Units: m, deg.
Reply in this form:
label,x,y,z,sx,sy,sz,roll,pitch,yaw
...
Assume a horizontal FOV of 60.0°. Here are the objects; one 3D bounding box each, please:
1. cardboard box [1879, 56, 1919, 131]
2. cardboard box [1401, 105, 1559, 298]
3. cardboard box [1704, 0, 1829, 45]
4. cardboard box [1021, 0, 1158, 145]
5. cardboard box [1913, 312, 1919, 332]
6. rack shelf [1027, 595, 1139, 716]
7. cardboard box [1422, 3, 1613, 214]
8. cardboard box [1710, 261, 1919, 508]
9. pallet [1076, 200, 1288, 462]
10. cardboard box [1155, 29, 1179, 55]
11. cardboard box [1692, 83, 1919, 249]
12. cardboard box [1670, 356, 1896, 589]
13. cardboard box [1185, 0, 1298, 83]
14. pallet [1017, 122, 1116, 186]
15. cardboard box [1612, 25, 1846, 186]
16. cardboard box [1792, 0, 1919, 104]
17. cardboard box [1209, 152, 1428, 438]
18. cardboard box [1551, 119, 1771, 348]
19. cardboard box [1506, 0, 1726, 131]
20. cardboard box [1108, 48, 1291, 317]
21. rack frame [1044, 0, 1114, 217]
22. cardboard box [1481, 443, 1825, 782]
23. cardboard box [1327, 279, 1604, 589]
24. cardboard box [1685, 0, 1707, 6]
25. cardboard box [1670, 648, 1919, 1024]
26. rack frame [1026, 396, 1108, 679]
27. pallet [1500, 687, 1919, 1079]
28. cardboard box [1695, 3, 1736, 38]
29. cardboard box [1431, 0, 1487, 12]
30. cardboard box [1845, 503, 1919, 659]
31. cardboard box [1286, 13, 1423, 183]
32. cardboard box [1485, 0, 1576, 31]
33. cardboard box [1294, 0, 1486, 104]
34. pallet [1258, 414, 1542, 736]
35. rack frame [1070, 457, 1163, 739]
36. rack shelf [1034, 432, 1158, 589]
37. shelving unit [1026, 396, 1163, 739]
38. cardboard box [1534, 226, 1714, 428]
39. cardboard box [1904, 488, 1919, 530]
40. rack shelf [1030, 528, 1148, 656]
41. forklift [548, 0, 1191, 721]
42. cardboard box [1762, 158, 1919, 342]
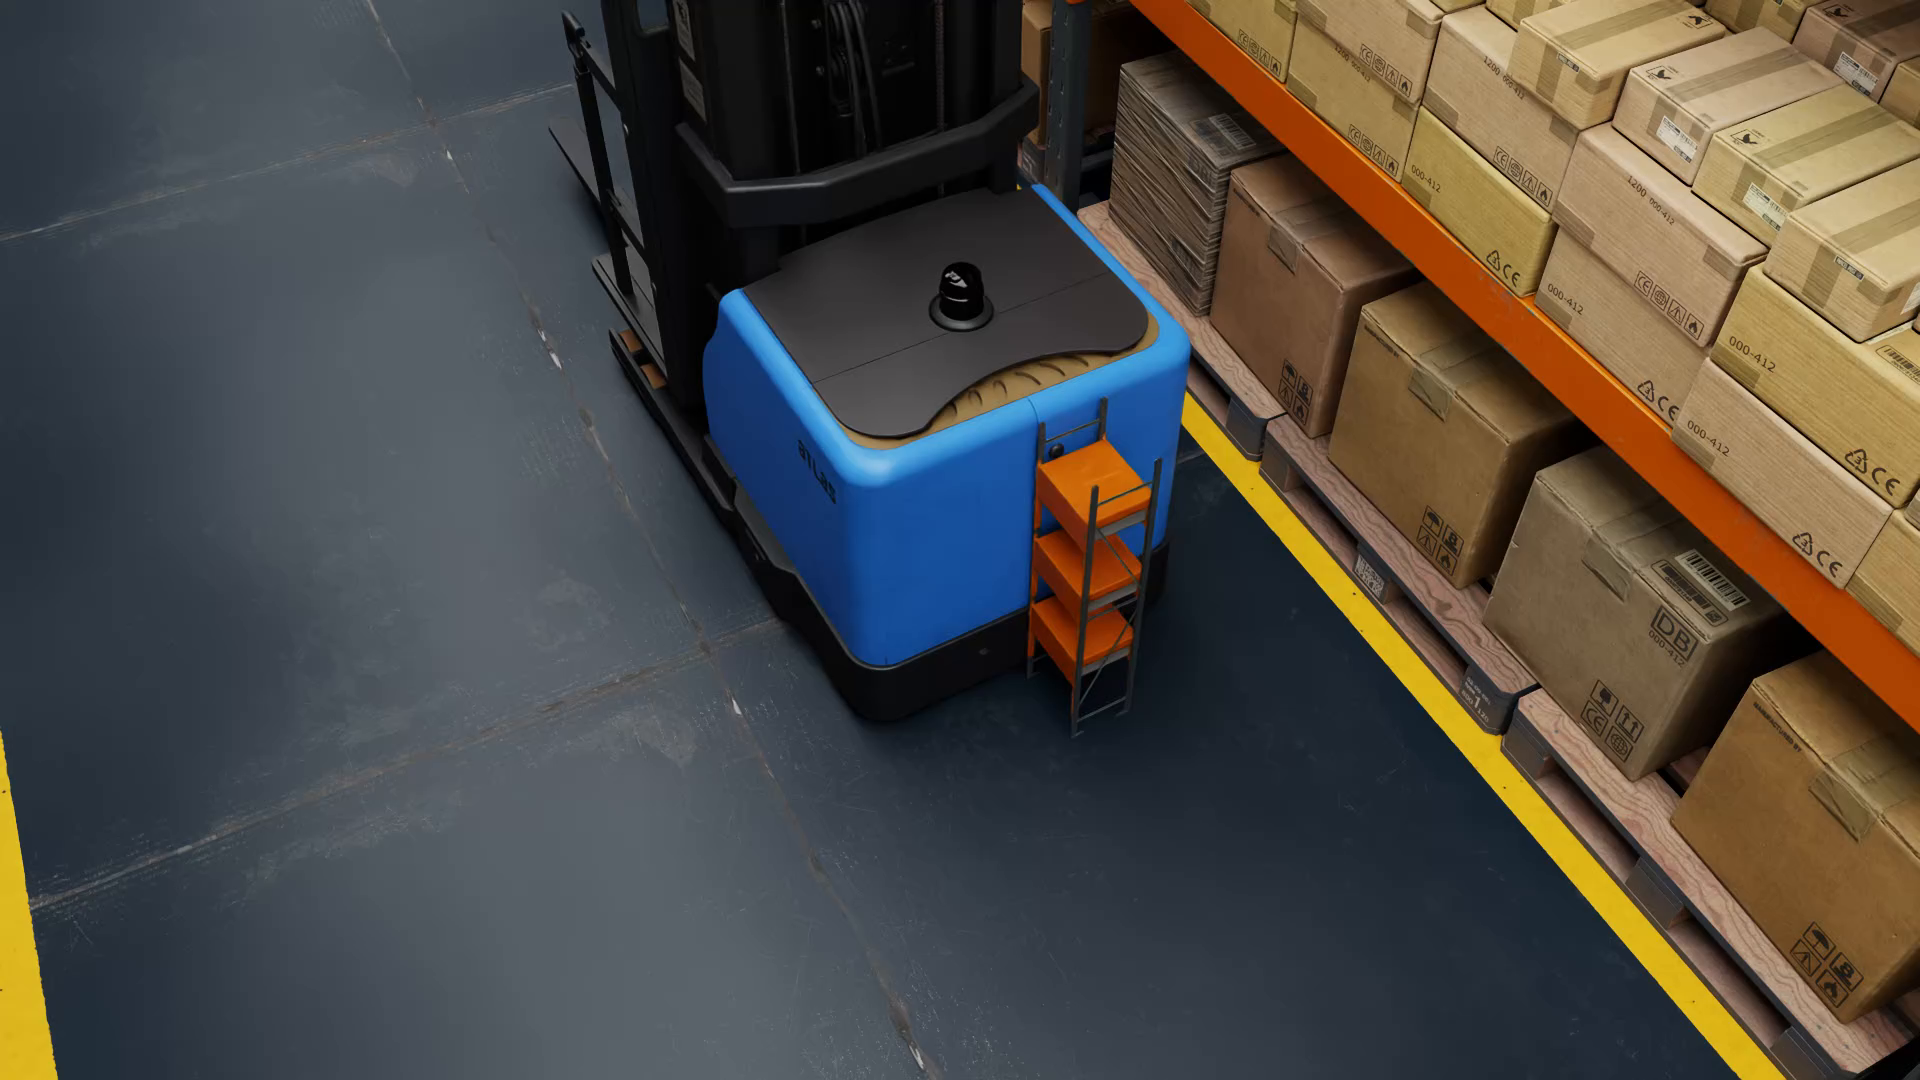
label,x,y,z,sx,sy,sz,roll,pitch,yaw
cardboard box,2.230,-0.955,3.595,0.380,0.149,0.250,-21,52,-18
cardboard box,1.475,-0.914,4.156,0.500,0.250,0.500,-20,52,-16
cardboard box,1.990,-1.287,3.886,0.380,0.149,0.250,-21,52,-17
cardboard box,0.401,-1.897,6.298,0.500,0.500,0.500,-20,52,-16
cardboard box,2.063,-0.442,3.147,0.380,0.149,0.250,-21,52,-18
rack shelf,0.343,0.294,4.679,0.215,0.259,0.240,-23,53,-19
cardboard box,1.479,-1.081,3.971,0.500,0.250,0.500,-20,52,-17
cardboard box,1.922,-0.393,3.368,0.500,0.250,0.500,-22,53,-18
pallet,1.128,-0.890,5.888,1.003,0.211,1.213,-21,52,-18
cardboard box,0.842,-2.066,6.446,0.500,0.500,0.500,-19,52,-16
cardboard box,1.760,-0.770,3.433,0.380,0.149,0.250,-22,52,-18
cardboard box,1.918,-0.228,3.556,0.500,0.250,0.500,-21,52,-18
cardboard box,0.997,-1.604,4.759,0.500,0.250,0.500,-22,52,-18
pallet,0.478,-1.967,6.830,1.003,0.211,1.213,-21,52,-18
cardboard box,1.651,-0.939,3.581,0.380,0.149,0.250,-21,52,-17
cardboard box,2.109,-1.122,3.742,0.380,0.149,0.250,-22,52,-18
cardboard box,1.365,-0.872,5.319,0.875,0.625,0.625,-20,52,-16
cardboard box,1.693,-0.737,3.669,0.500,0.250,0.500,-20,52,-17
cardboard box,1.461,-1.090,3.713,0.380,0.149,0.250,-22,53,-18
cardboard box,1.059,-1.307,5.699,0.875,0.625,0.625,-20,52,-16
rack frame,0.786,-2.373,5.332,1.000,3.000,0.127,-21,52,-18
cardboard box,2.019,0.081,4.485,0.875,0.625,0.625,-22,52,-18
cardboard box,1.673,-0.422,4.925,0.875,0.625,0.625,-23,53,-19
cardboard box,1.834,-1.450,4.028,0.380,0.149,0.250,-20,52,-17
cardboard box,2.367,0.603,4.029,0.875,0.625,0.625,-19,52,-16
rack frame,0.283,0.024,4.531,0.200,1.050,0.008,-23,53,-19
pallet,2.244,0.743,4.460,1.003,0.211,1.213,-21,52,-18
cardboard box,1.924,-1.266,4.132,0.500,0.250,0.500,-22,52,-18
cardboard box,1.269,-1.444,4.023,0.380,0.149,0.250,-20,52,-17
cardboard box,2.153,0.107,3.263,0.500,0.250,0.500,-20,52,-17
cardboard box,1.239,-1.261,4.460,0.500,0.250,0.500,-23,53,-19
cardboard box,1.474,-1.303,3.900,0.380,0.149,0.250,-21,52,-18
cardboard box,1.223,-1.415,4.262,0.500,0.250,0.500,-22,53,-18
pallet,1.682,-0.075,5.175,1.003,0.211,1.213,-21,52,-18
rack frame,0.403,0.184,4.392,0.200,1.050,0.008,-23,53,-19
rack shelf,0.343,-0.076,4.256,0.215,0.259,0.240,-23,53,-19
shelving unit,0.343,0.104,4.461,0.215,1.050,0.252,-23,53,-19
cardboard box,1.718,-0.571,3.856,0.500,0.250,0.500,-21,52,-17
cardboard box,2.164,-0.051,3.070,0.500,0.250,0.500,-22,52,-18
rack shelf,0.343,0.111,4.469,0.215,0.259,0.240,-23,53,-19
forklift,-0.543,-1.563,4.670,1.130,2.935,3.031,-23,53,-19
cardboard box,1.825,-0.573,3.261,0.380,0.149,0.250,-23,53,-19
